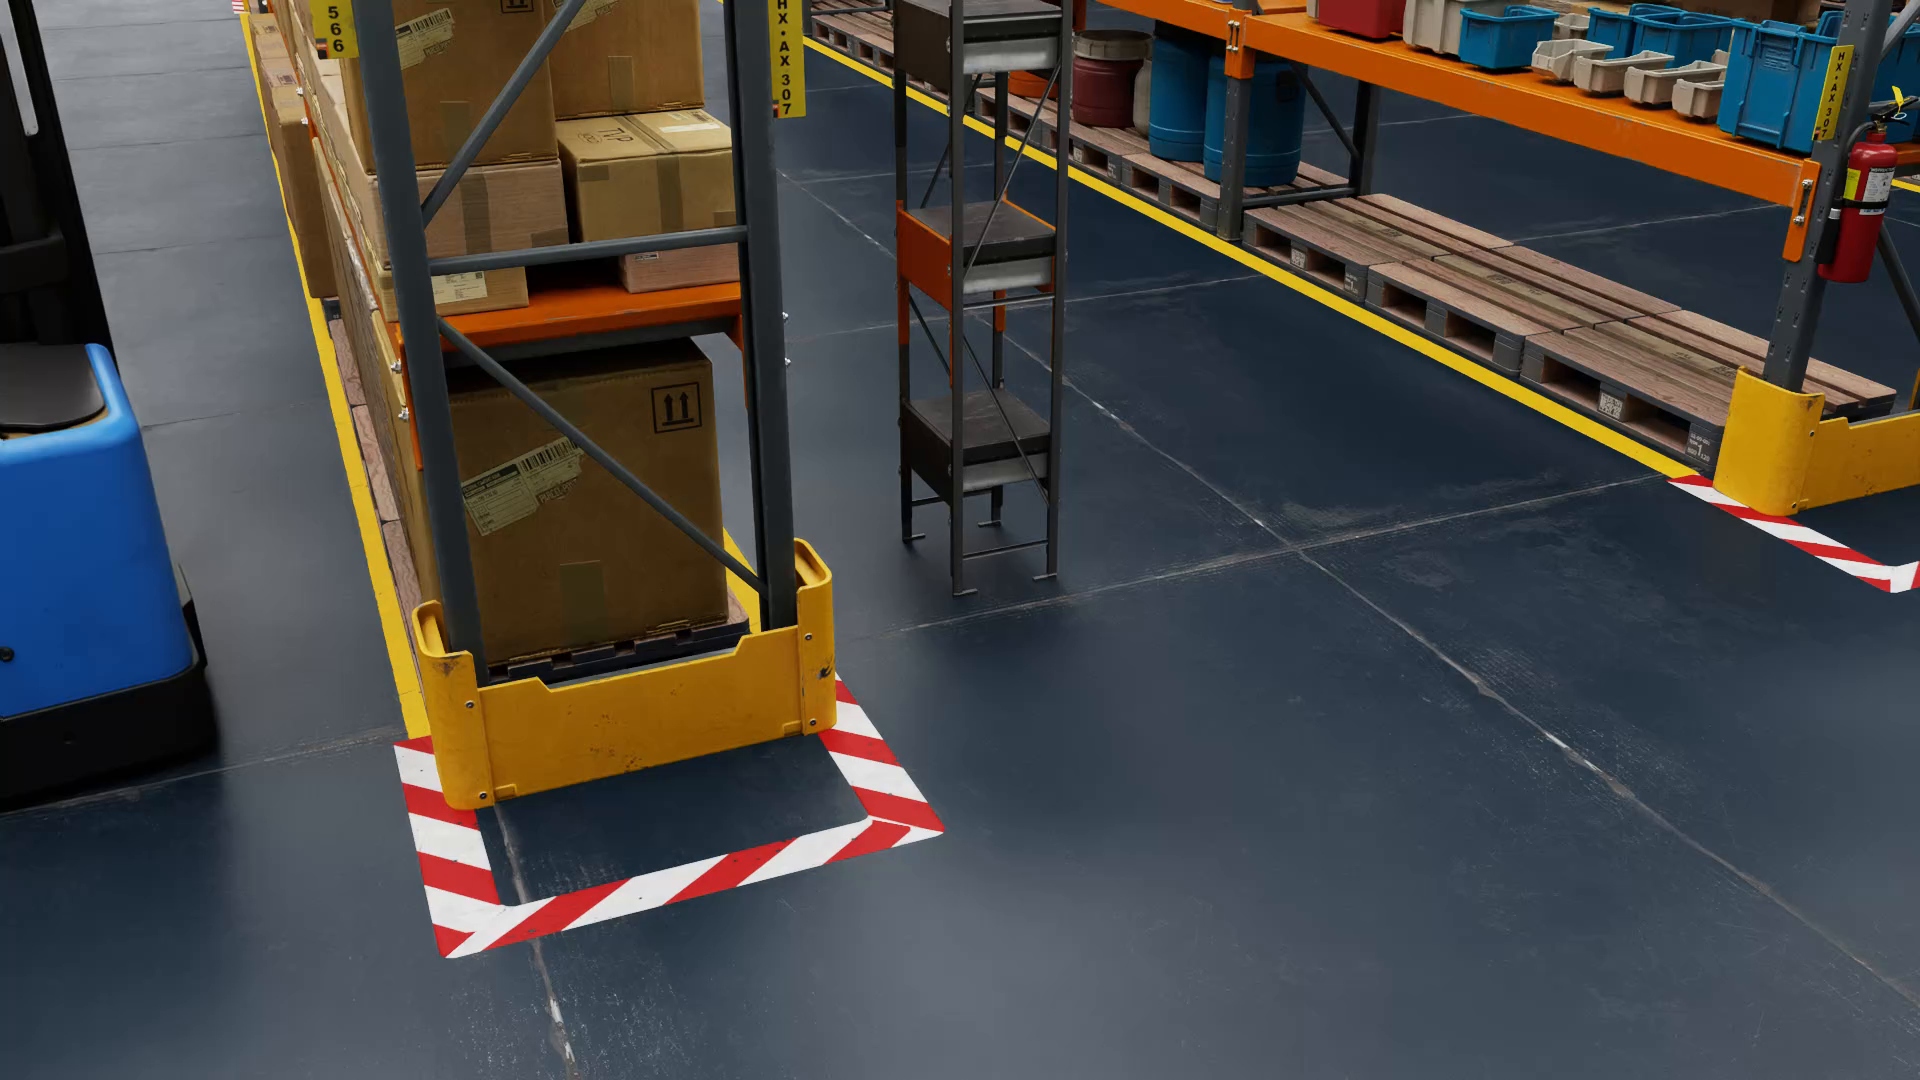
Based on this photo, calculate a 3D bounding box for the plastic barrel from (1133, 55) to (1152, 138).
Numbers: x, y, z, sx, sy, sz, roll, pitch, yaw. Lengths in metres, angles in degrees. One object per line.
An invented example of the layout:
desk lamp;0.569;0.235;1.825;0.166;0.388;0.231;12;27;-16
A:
plastic barrel;1.406;-3.043;11.422;0.421;0.512;0.421;0;26;0

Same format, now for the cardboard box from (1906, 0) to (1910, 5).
cardboard box;9.736;-5.441;15.947;0.750;0.750;0.750;-11;28;-21

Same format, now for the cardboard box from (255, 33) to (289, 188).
cardboard box;-3.512;-2.575;10.049;1.225;0.875;0.875;-10;28;-20

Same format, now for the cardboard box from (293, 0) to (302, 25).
cardboard box;-2.400;-2.336;6.592;0.500;0.500;0.500;-11;28;-21

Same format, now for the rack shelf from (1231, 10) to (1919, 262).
rack shelf;2.802;-2.090;7.932;1.077;0.370;4.000;-11;28;-21

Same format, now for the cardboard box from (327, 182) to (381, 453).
cardboard box;-2.001;-0.960;6.741;0.875;0.875;0.875;-11;28;-21

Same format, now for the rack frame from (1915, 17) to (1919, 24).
rack frame;6.578;-4.071;11.168;1.000;3.000;0.127;-11;28;-21

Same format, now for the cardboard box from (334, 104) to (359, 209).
cardboard box;-1.604;-1.176;5.072;0.500;0.250;0.500;-11;28;-21

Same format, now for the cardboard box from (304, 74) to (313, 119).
cardboard box;-2.522;-1.868;6.944;0.380;0.149;0.250;-10;28;-19

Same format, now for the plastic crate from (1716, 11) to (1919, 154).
plastic crate;3.283;-1.752;6.311;0.616;0.435;0.499;-11;28;-21

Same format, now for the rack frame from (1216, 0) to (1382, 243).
rack frame;2.019;-3.221;9.428;1.000;3.000;0.127;-11;28;-21

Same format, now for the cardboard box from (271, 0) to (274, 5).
cardboard box;-3.757;-3.373;9.625;0.500;0.500;0.500;-11;28;-22

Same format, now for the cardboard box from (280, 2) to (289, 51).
cardboard box;-3.160;-2.758;8.365;0.500;0.500;0.500;-10;28;-19

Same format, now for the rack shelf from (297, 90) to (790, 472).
rack shelf;-1.755;-1.239;6.189;1.077;0.370;4.000;-11;28;-21

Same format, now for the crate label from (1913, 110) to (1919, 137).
crate label;3.792;-1.714;6.464;0.416;0.233;0.303;-11;28;-21

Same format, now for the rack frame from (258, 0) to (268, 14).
rack frame;-5.671;-5.600;14.300;1.000;3.000;0.127;-11;28;-21

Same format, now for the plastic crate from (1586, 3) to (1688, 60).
plastic crate;3.159;-2.367;7.801;0.416;0.233;0.300;-11;28;-21

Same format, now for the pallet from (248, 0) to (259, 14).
pallet;-6.922;-5.597;17.472;1.003;0.211;1.213;-11;28;-21

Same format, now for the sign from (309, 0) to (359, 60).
sign;-1.476;-1.294;3.892;0.100;0.325;0.005;-11;28;-21

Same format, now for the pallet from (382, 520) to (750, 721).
pallet;-1.357;0.189;5.623;1.003;0.211;1.213;-11;28;-21

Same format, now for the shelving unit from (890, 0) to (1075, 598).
shelving unit;0.065;-0.877;5.652;0.431;2.100;0.503;-11;28;-21

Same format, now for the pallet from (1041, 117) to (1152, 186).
pallet;1.274;-2.780;11.703;1.003;0.211;1.213;-11;28;-21

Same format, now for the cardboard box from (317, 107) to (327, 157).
cardboard box;-2.220;-1.557;6.307;0.380;0.149;0.250;-10;28;-20

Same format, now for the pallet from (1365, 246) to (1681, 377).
pallet;2.824;-1.184;8.435;1.003;0.211;1.213;-11;28;-21

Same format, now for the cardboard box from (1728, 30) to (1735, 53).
cardboard box;5.936;-3.496;12.339;0.500;0.500;0.500;-10;28;-20

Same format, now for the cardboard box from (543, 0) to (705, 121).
cardboard box;-1.107;-1.600;5.086;0.500;0.500;0.500;-11;28;-22

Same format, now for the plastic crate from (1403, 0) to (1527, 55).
plastic crate;2.448;-2.547;8.114;0.437;0.282;0.530;-11;28;-21

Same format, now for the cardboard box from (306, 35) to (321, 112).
cardboard box;-2.197;-1.792;6.333;0.500;0.250;0.500;-10;28;-19

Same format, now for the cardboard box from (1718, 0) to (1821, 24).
cardboard box;6.222;-4.123;12.768;0.500;0.250;0.500;-11;28;-20

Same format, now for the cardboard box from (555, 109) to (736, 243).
cardboard box;-0.911;-1.062;4.837;0.500;0.250;0.500;-11;28;-22

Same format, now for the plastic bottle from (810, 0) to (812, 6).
plastic bottle;-1.543;-5.484;16.751;0.097;0.201;0.097;0;26;0

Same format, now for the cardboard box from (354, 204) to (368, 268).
cardboard box;-1.615;-0.936;5.035;0.380;0.149;0.250;-11;28;-20

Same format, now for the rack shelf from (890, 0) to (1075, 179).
rack shelf;0.065;-1.493;5.351;0.431;0.518;0.480;-11;28;-21

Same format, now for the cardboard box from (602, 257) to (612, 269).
cardboard box;-0.909;-0.946;5.054;0.380;0.149;0.250;-11;28;-21

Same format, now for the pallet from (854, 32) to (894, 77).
pallet;-0.289;-4.394;15.009;1.003;0.211;1.213;-11;28;-21

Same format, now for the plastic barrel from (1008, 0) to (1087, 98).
plastic barrel;0.660;-3.855;12.721;0.600;0.830;0.708;-11;28;-21

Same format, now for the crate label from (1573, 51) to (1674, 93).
crate label;2.868;-2.040;7.243;0.396;0.136;0.243;-11;28;-21

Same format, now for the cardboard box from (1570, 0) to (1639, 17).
cardboard box;5.329;-4.113;13.603;0.500;0.500;0.500;-11;28;-21

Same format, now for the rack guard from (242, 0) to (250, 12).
rack guard;-7.208;-6.060;18.093;1.175;0.500;0.348;-11;28;-21

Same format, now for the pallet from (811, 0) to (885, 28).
pallet;-1.338;-5.476;17.225;1.003;0.211;1.213;-11;28;-21

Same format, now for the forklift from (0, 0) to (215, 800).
forklift;-3.392;-1.114;5.190;1.130;2.935;3.031;-15;30;-27

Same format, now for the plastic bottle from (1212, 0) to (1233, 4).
plastic bottle;1.567;-3.269;9.668;0.152;0.276;0.135;-11;28;-21

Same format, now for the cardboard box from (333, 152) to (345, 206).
cardboard box;-1.918;-1.246;5.670;0.380;0.149;0.250;-10;28;-20
